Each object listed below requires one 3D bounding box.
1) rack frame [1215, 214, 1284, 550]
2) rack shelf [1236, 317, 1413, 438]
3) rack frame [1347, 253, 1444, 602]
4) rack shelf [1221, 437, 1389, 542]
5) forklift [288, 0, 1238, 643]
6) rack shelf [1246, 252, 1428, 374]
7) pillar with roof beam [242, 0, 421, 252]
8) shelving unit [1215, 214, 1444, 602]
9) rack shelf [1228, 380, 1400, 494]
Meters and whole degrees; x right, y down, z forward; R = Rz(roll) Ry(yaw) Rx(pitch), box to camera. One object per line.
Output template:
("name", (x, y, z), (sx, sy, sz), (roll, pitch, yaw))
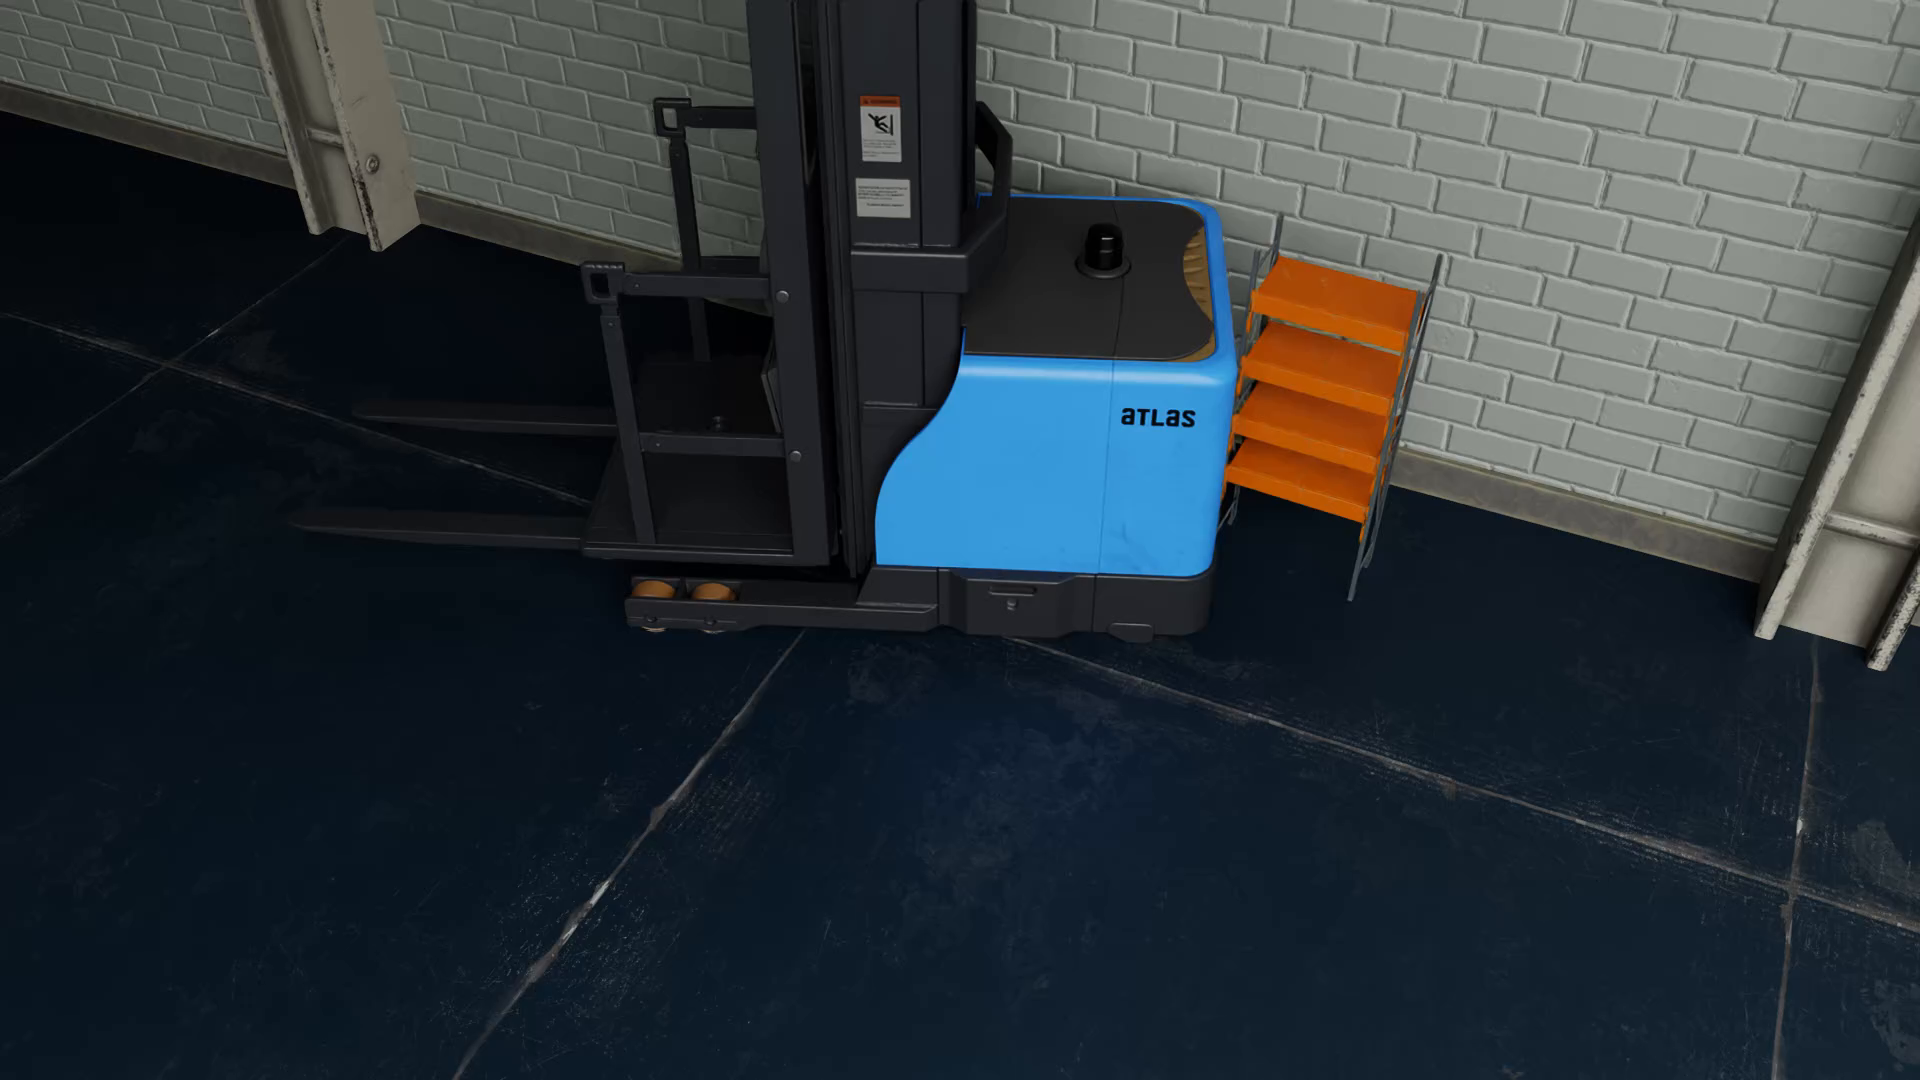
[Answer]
("rack frame", (0.917, -0.468, 5.362), (0.015, 1.200, 0.240), (19, 44, 19))
("rack shelf", (1.137, -0.511, 5.179), (0.480, 0.148, 0.258), (19, 44, 19))
("rack frame", (1.353, -0.319, 5.201), (0.015, 1.200, 0.240), (19, 44, 19))
("rack shelf", (1.131, -0.193, 5.456), (0.480, 0.148, 0.258), (19, 44, 19))
("forklift", (-0.682, -1.149, 4.838), (3.031, 2.935, 1.130), (2, 41, 3))
("rack shelf", (1.140, -0.690, 5.023), (0.480, 0.148, 0.258), (19, 44, 19))
("pillar with roof beam", (-4.440, -2.235, 1.458), (0.400, 9.000, 9.100), (17, 44, 19))
("shelving unit", (1.135, -0.394, 5.282), (0.503, 1.200, 0.258), (19, 44, 19))
("rack shelf", (1.134, -0.343, 5.326), (0.480, 0.148, 0.258), (19, 44, 19))
